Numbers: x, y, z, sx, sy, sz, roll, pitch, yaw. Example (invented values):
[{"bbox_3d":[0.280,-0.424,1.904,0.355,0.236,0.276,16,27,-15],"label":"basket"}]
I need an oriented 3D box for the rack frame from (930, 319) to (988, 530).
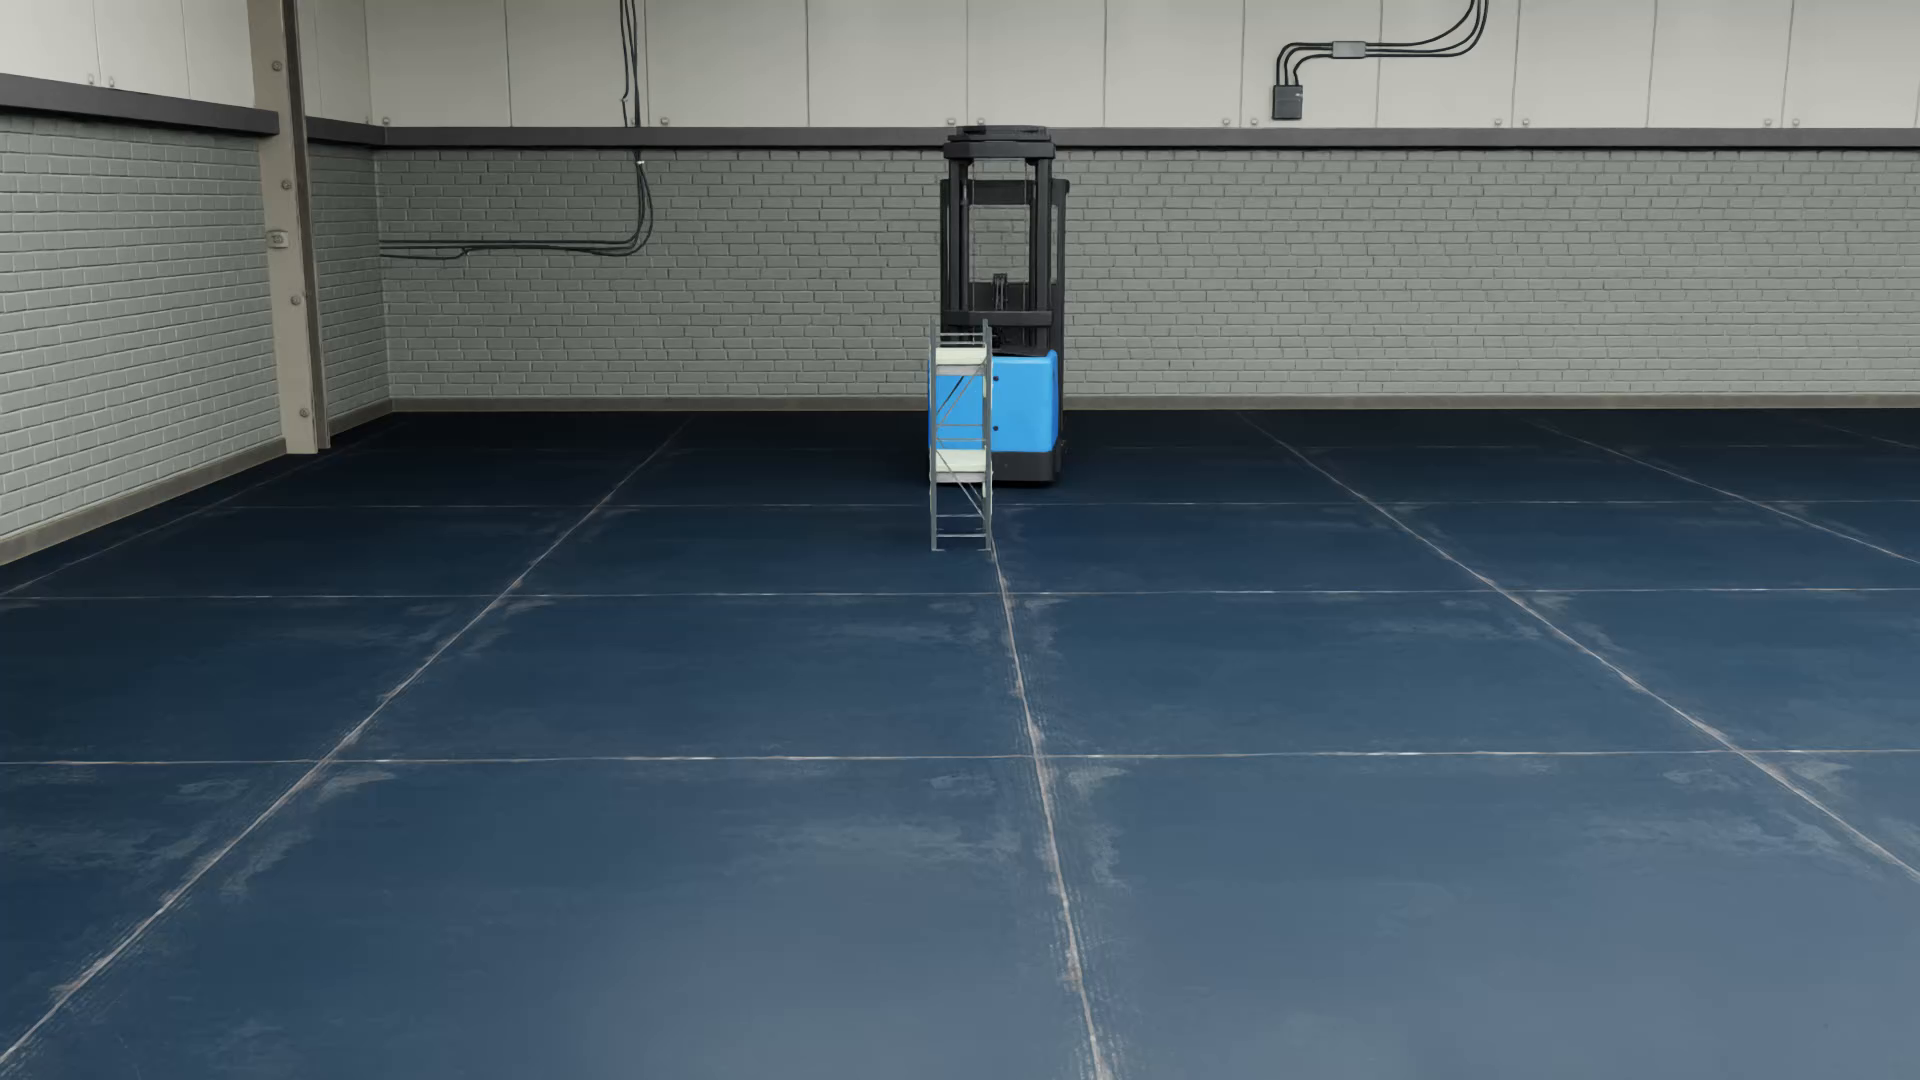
[{"bbox_3d":[-0.008,-0.809,11.775,0.400,1.500,0.023,0,11,-1],"label":"rack frame"}]

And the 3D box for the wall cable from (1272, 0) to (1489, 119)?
[{"bbox_3d":[4.575,-7.551,17.591,2.305,6.003,0.169,0,11,-1],"label":"wall cable"}]

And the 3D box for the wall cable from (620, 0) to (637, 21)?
[{"bbox_3d":[-2.212,-6.813,17.614,3.097,2.526,0.112,0,11,-1],"label":"wall cable"}]

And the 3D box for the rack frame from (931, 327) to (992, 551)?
[{"bbox_3d":[0.007,-0.664,11.058,0.400,1.500,0.023,0,11,-1],"label":"rack frame"}]

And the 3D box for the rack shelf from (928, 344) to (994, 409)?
[{"bbox_3d":[0.000,-1.119,11.339,0.431,0.370,0.720,0,11,-1],"label":"rack shelf"}]

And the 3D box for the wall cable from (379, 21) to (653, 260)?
[{"bbox_3d":[-4.916,-4.326,18.061,3.097,2.526,0.112,0,11,-1],"label":"wall cable"}]

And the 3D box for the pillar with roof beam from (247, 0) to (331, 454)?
[{"bbox_3d":[-1.873,-5.275,14.926,9.100,9.000,0.400,0,11,-1],"label":"pillar with roof beam"}]

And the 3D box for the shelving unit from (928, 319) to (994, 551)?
[{"bbox_3d":[0.000,-0.736,11.417,0.431,1.500,0.755,0,11,-1],"label":"shelving unit"}]

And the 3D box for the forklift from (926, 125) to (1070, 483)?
[{"bbox_3d":[0.399,-2.154,14.804,1.130,2.935,3.031,1,12,6],"label":"forklift"}]

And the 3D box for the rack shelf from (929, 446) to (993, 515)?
[{"bbox_3d":[0.000,-0.417,11.481,0.431,0.370,0.720,0,11,-1],"label":"rack shelf"}]
